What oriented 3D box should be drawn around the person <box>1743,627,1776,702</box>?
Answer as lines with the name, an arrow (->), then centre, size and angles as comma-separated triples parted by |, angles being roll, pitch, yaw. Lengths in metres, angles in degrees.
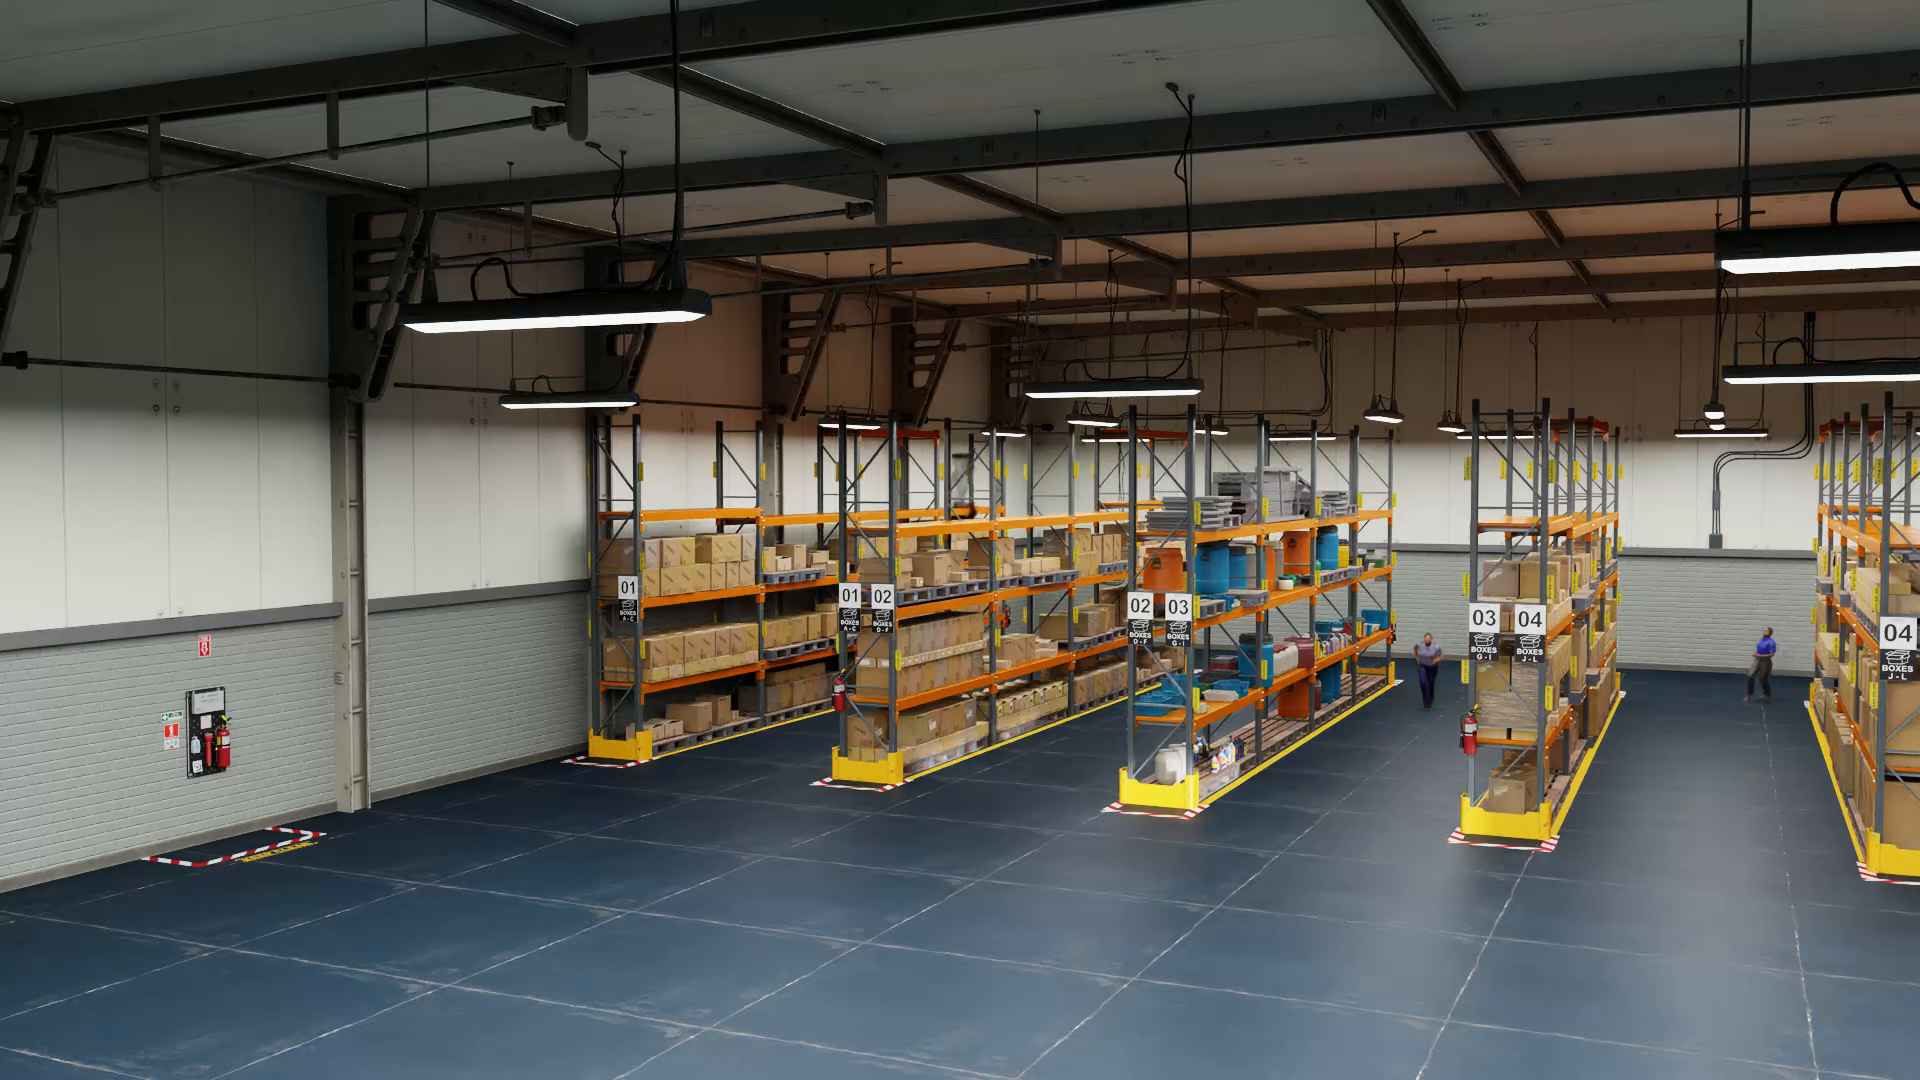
person -> 17.404, 2.700, 36.020 | 0.738, 1.646, 0.574 | -1, 3, -24

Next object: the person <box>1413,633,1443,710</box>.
person -> 9.960, 2.779, 35.358 | 0.624, 1.657, 0.931 | 1, 2, 20
